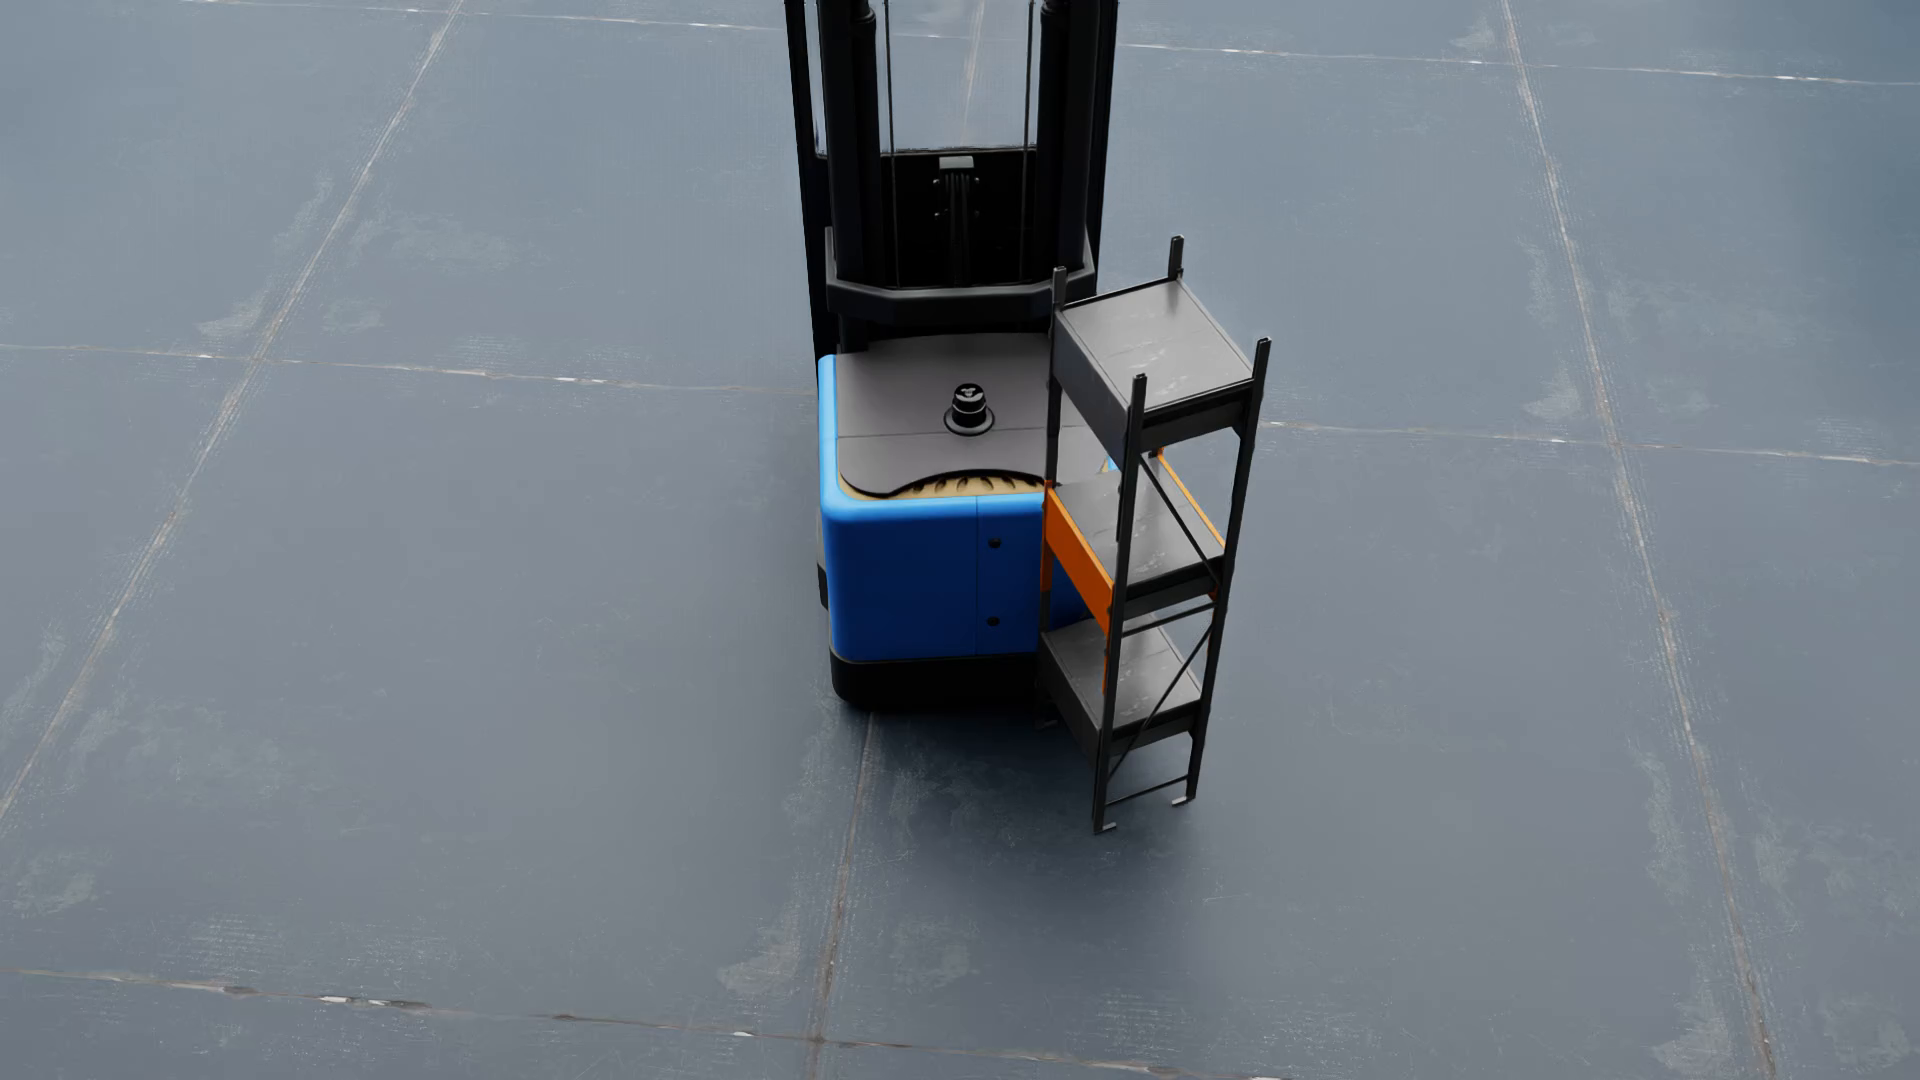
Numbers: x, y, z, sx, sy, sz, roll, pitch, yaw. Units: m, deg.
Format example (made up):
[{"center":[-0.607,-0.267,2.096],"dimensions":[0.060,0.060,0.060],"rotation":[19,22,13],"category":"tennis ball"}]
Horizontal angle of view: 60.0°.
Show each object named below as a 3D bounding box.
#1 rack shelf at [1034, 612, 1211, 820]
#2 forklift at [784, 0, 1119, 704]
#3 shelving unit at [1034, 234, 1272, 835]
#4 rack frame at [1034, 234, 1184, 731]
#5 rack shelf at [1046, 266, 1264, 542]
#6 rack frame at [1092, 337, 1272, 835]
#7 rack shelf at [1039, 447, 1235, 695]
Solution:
[{"center":[0.551,0.574,5.763],"dimensions":[0.431,0.518,0.480],"rotation":[-17,49,-15],"category":"rack shelf"},{"center":[-0.045,-1.474,6.112],"dimensions":[1.130,2.935,3.031],"rotation":[-3,48,-3],"category":"forklift"},{"center":[0.546,0.083,5.245],"dimensions":[0.431,2.100,0.503],"rotation":[-17,49,-15],"category":"shelving unit"},{"center":[0.452,-0.080,5.400],"dimensions":[0.400,2.100,0.015],"rotation":[-17,49,-15],"category":"rack frame"},{"center":[0.541,-0.388,4.746],"dimensions":[0.431,0.518,0.480],"rotation":[-17,49,-15],"category":"rack shelf"},{"center":[0.640,0.246,5.089],"dimensions":[0.400,2.100,0.015],"rotation":[-17,49,-15],"category":"rack frame"},{"center":[0.546,0.093,5.255],"dimensions":[0.431,0.518,0.480],"rotation":[-17,49,-15],"category":"rack shelf"}]
